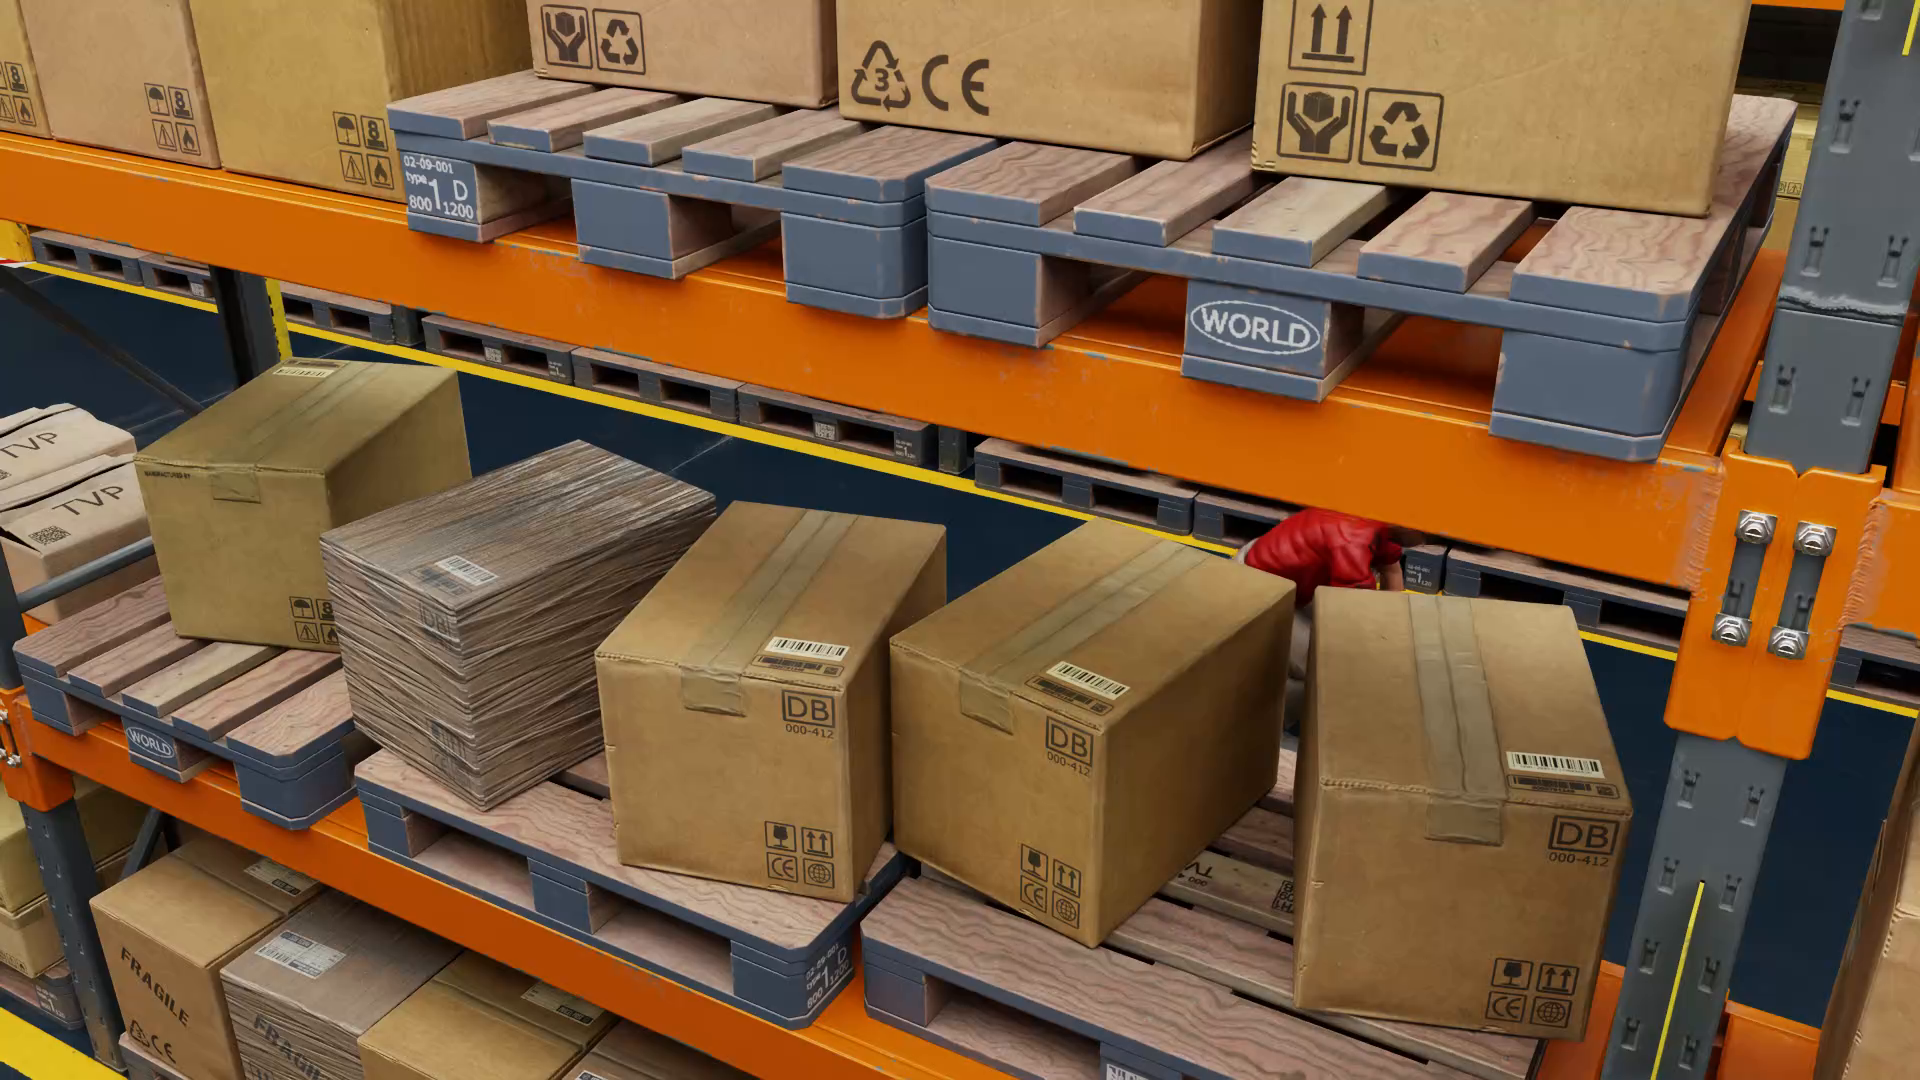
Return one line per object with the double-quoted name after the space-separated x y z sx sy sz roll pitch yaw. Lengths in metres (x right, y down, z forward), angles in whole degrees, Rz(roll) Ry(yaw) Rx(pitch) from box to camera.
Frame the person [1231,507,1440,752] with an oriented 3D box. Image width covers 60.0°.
1.380 0.253 6.301 0.820 1.130 0.576 14 30 26 "person"
